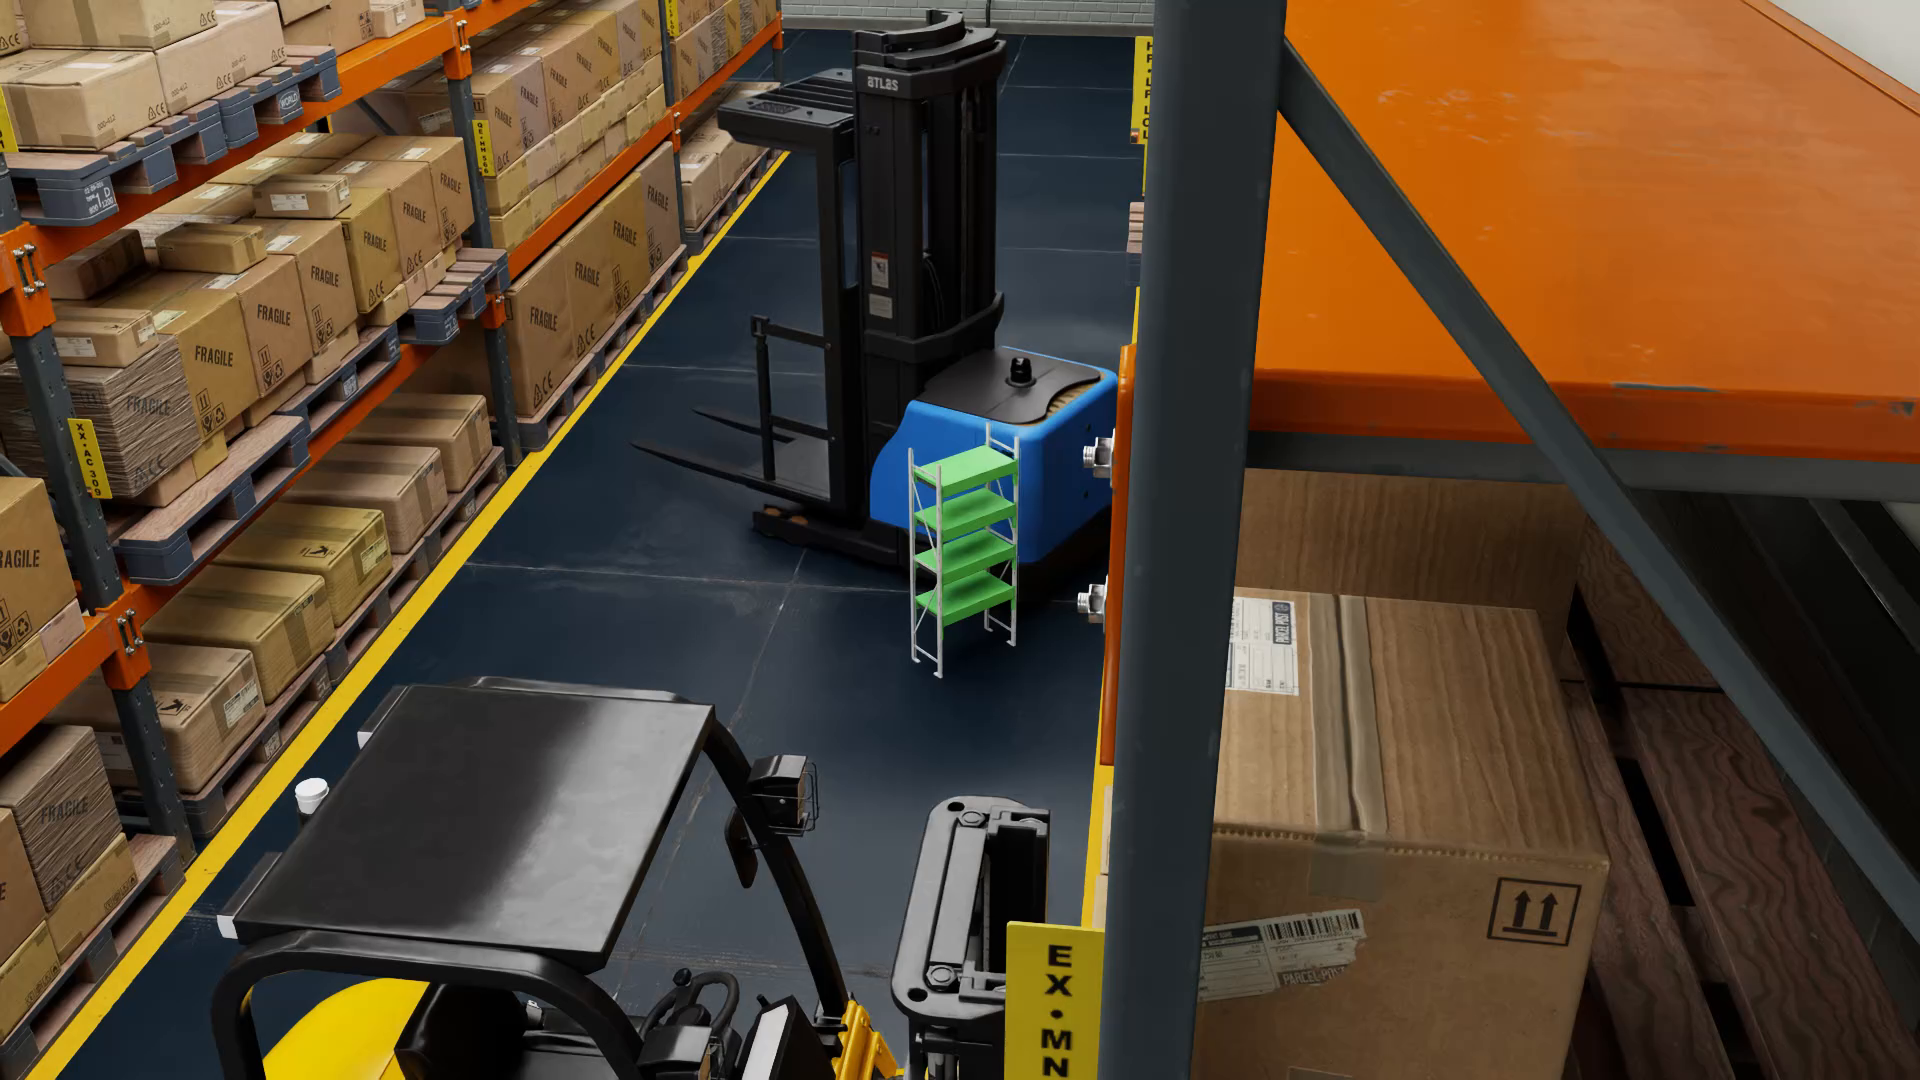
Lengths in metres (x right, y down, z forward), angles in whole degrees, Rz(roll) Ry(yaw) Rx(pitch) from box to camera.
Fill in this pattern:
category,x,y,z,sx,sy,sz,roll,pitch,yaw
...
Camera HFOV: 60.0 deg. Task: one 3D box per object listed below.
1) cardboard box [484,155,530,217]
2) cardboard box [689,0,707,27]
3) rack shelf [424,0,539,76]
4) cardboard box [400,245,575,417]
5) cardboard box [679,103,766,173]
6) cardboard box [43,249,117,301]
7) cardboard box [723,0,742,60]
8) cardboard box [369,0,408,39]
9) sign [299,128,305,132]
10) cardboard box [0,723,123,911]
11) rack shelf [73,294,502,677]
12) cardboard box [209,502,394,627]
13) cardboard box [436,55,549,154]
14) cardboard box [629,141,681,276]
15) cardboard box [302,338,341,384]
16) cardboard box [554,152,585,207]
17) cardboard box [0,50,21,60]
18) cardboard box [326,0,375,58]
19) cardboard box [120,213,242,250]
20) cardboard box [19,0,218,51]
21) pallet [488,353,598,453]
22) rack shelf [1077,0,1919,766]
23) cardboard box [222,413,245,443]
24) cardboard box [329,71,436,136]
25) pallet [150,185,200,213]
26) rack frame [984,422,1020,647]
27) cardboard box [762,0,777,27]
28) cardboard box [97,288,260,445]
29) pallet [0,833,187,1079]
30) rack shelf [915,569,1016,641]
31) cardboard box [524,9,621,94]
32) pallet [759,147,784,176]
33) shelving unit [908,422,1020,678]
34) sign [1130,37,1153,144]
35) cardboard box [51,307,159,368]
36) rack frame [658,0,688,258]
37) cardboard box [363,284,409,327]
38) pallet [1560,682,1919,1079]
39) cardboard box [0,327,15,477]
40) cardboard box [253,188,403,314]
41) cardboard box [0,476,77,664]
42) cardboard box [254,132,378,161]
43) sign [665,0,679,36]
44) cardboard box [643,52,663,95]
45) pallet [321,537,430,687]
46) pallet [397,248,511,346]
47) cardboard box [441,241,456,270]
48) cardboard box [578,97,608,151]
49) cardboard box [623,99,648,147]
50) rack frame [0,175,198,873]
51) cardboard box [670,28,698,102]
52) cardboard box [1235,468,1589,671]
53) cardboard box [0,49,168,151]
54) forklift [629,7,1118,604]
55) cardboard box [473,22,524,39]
category,x,y,z,sx,sy,sz,roll,pitch,yaw
cardboard box,-3.009,-2.211,10.323,0.500,0.250,0.500,3,28,6
cardboard box,-2.459,-4.648,14.055,0.500,0.500,0.500,3,28,6
rack shelf,-3.071,-3.778,11.197,1.077,0.370,4.000,3,28,6
cardboard box,-3.149,-1.403,10.989,0.875,0.875,0.875,3,28,6
cardboard box,-2.421,-3.908,16.100,0.875,0.438,0.875,4,29,8
cardboard box,-3.902,-1.151,7.178,0.380,0.149,0.250,3,28,5
cardboard box,-2.312,-4.678,15.166,0.500,0.500,0.500,4,29,8
cardboard box,-3.168,-2.765,8.822,0.380,0.149,0.250,3,28,6
sign,-3.867,-2.374,9.772,0.100,0.325,0.005,3,28,6
cardboard box,-3.612,1.039,6.324,0.500,0.500,0.500,3,28,5
rack shelf,-3.561,-0.575,8.413,1.077,0.370,4.000,3,28,6
cardboard box,-3.576,0.109,8.713,0.950,0.372,0.625,4,29,8
cardboard box,-2.962,-2.769,10.568,0.500,0.500,0.500,3,29,6
cardboard box,-2.822,-2.669,13.339,0.875,0.875,0.875,4,29,8
cardboard box,-3.237,-0.878,8.040,0.380,0.149,0.250,4,29,8
cardboard box,-2.891,-2.472,11.334,0.500,0.250,0.500,4,29,8
cardboard box,-3.878,-1.673,6.245,0.500,0.250,0.500,3,28,5
cardboard box,-3.442,-2.752,8.428,0.700,0.500,0.500,3,28,6
cardboard box,-3.785,-1.264,8.071,0.500,0.500,0.500,2,28,4
cardboard box,-3.285,-2.097,6.505,0.500,0.250,0.500,3,28,5
pallet,-3.144,-0.972,11.332,1.003,0.211,1.213,3,28,6
rack shelf,0.876,-0.870,3.058,1.077,0.370,4.000,3,28,6
cardboard box,-3.426,-0.521,7.377,0.380,0.149,0.250,5,29,9
cardboard box,-3.512,-2.576,10.209,0.500,0.500,0.500,3,28,5
pallet,-7.704,-3.047,15.182,1.003,0.211,1.213,3,28,6
rack frame,0.212,-0.016,8.515,0.015,1.200,0.240,-21,35,-33
cardboard box,-2.132,-5.400,16.506,0.500,0.500,0.500,4,29,6
cardboard box,-3.403,-0.750,7.117,0.500,0.500,0.500,3,29,6
pallet,-3.853,1.596,6.566,1.003,0.211,1.213,3,28,6
rack shelf,0.021,0.324,8.525,0.480,0.148,0.258,-21,35,-33
cardboard box,-2.769,-3.494,11.913,0.500,0.500,0.500,4,29,8
pallet,-2.356,-3.990,16.934,1.003,0.211,1.213,3,28,6
shelving unit,0.021,0.056,8.381,0.503,1.200,0.258,-21,35,-33
sign,0.581,-1.377,5.104,0.100,0.325,0.005,3,28,6
cardboard box,-3.397,-0.796,6.520,0.380,0.149,0.250,3,28,6
rack frame,-2.826,-3.716,13.485,1.000,3.000,0.127,3,28,6
cardboard box,-3.128,-1.239,8.710,0.380,0.149,0.250,4,29,7
pallet,0.743,0.606,2.392,1.003,0.211,1.213,3,28,6
cardboard box,-3.977,-0.541,6.729,0.500,0.500,0.500,3,28,5
cardboard box,-3.209,-1.481,8.475,0.500,0.500,0.500,1,28,3
cardboard box,-3.614,0.098,5.986,0.500,0.500,0.500,3,28,5
cardboard box,-3.601,-1.995,9.428,0.500,0.500,0.500,3,28,5
sign,-2.286,-4.164,13.179,0.100,0.325,0.005,3,28,6
cardboard box,-2.638,-3.648,12.990,0.500,0.250,0.500,3,28,6
pallet,-3.565,0.335,8.906,1.003,0.211,1.213,3,28,6
pallet,-3.297,-1.407,9.401,1.213,0.211,1.003,3,28,6
cardboard box,-3.084,-1.609,9.396,0.380,0.149,0.250,4,29,7
cardboard box,-2.796,-2.926,11.650,0.500,0.250,0.500,4,29,7
cardboard box,-2.694,-3.184,12.656,0.500,0.250,0.500,3,28,5
rack frame,-3.806,0.050,6.495,1.000,3.000,0.127,3,28,6
cardboard box,-2.508,-3.966,13.843,0.500,0.500,0.500,4,29,8
cardboard box,0.668,-0.073,2.907,0.700,0.500,0.500,4,29,7
cardboard box,-3.336,-1.641,6.187,0.500,0.250,0.500,3,28,5
forklift,-0.617,-1.458,9.366,3.031,2.935,1.130,17,32,28
cardboard box,-3.321,-3.289,11.533,0.500,0.500,0.500,3,28,5
